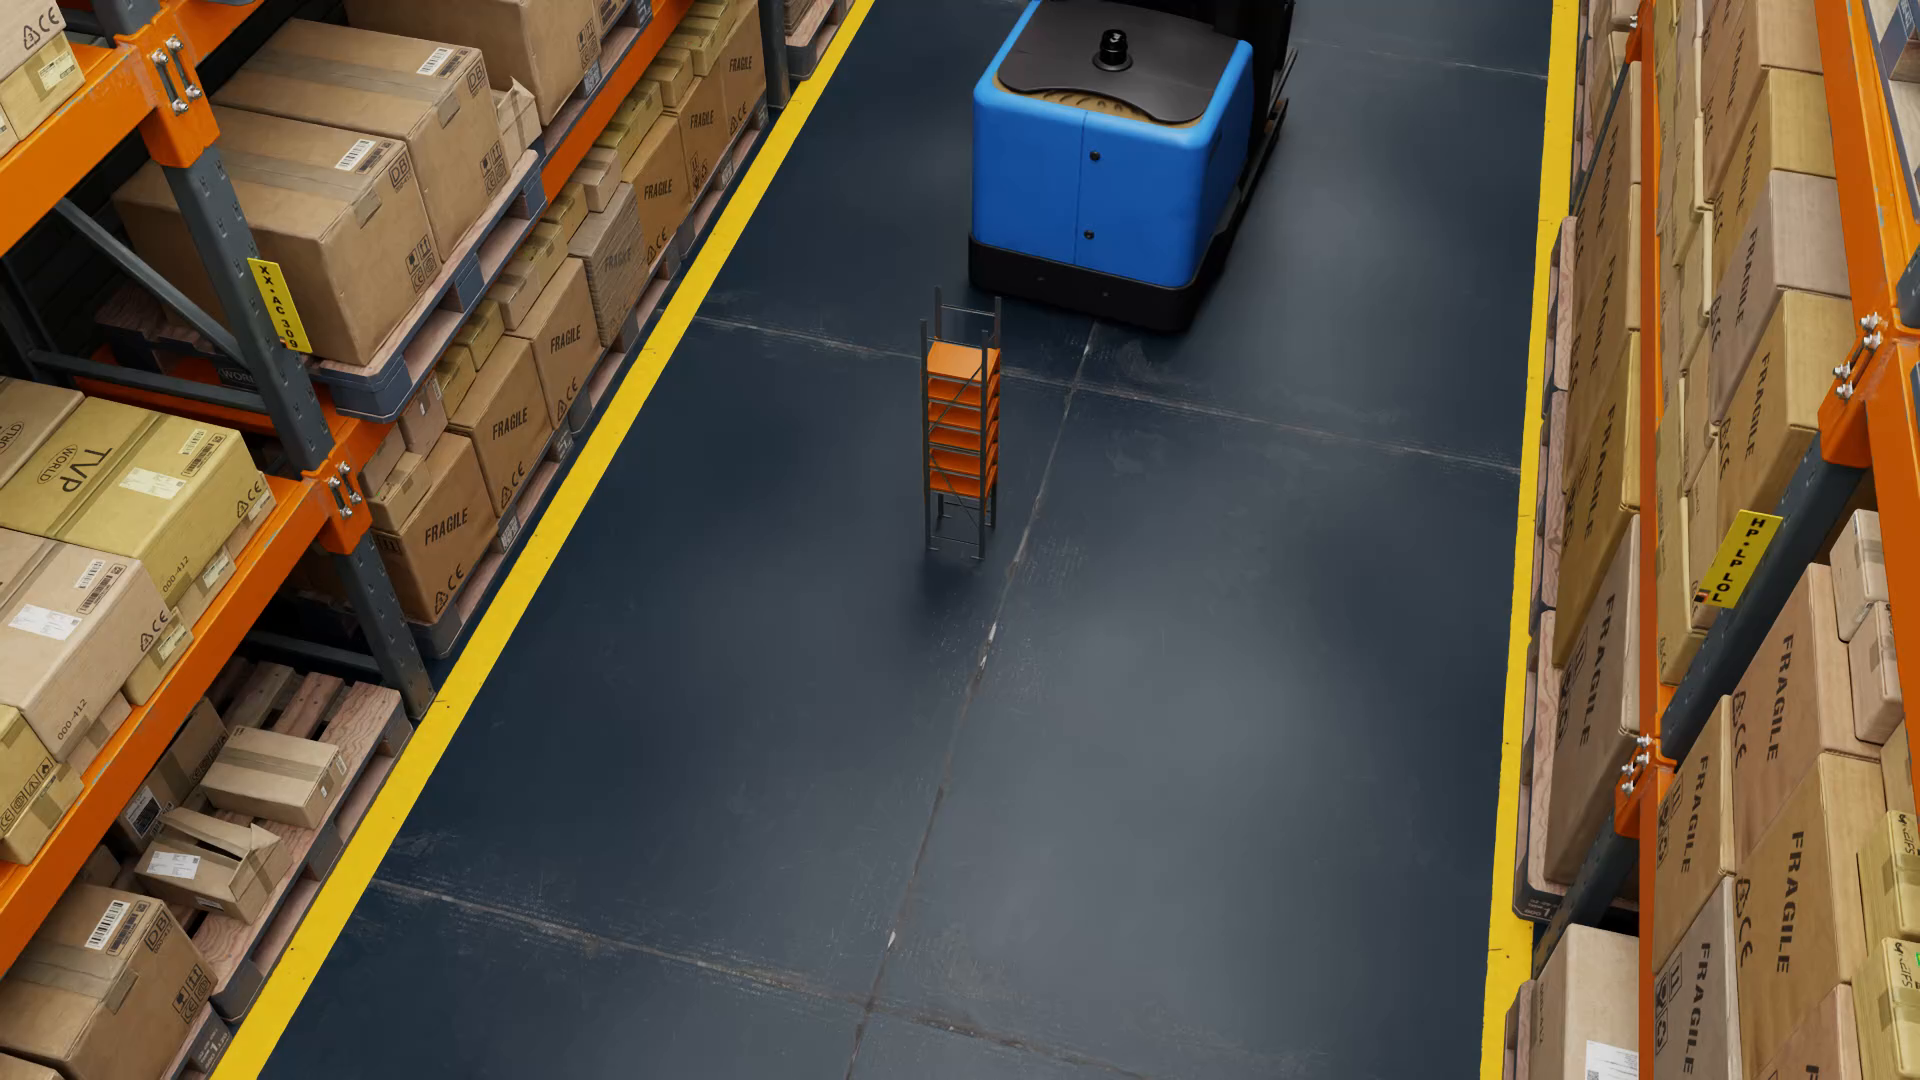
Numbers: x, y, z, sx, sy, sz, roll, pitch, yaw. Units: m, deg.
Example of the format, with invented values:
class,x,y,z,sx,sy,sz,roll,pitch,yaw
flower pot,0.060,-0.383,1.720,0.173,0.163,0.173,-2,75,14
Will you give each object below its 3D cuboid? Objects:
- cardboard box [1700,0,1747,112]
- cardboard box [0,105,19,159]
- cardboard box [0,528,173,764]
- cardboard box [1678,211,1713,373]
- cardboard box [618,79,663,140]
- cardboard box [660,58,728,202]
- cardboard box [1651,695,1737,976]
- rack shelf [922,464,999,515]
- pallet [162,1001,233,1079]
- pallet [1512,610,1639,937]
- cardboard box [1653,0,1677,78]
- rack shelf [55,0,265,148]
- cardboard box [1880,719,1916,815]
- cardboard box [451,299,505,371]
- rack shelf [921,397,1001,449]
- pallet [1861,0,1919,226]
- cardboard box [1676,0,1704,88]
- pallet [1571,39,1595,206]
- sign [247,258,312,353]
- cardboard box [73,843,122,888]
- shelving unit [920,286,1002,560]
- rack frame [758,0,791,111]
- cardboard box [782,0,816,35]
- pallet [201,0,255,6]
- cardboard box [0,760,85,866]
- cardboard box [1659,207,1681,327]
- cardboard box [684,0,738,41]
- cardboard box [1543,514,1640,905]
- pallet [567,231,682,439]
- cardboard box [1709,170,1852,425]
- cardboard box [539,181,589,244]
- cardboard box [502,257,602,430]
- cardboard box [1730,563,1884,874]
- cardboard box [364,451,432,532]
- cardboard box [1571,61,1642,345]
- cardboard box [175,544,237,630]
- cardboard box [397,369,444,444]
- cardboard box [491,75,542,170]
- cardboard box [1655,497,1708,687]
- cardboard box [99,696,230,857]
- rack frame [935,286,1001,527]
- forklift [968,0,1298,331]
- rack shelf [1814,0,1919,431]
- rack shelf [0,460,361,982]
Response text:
class,x,y,z,sx,sy,sz,roll,pitch,yaw
cardboard box,2.768,-1.711,5.444,0.500,0.500,0.500,13,50,11
cardboard box,-2.314,-0.885,3.616,0.380,0.149,0.250,11,50,10
cardboard box,-2.453,0.262,4.338,0.500,0.250,0.500,12,50,10
cardboard box,2.490,-0.715,5.066,0.500,0.250,0.500,13,50,11
cardboard box,-1.536,-1.916,7.314,0.380,0.149,0.250,13,50,11
cardboard box,-1.429,-1.967,7.792,0.500,0.500,0.500,11,49,9
cardboard box,1.977,0.761,3.930,0.500,0.500,0.500,13,50,11
rack shelf,0.004,-0.219,6.441,0.258,0.103,0.180,12,50,10
pallet,-2.937,1.834,4.910,1.003,0.211,1.213,12,50,10
pallet,2.484,0.856,5.773,1.003,0.211,1.213,12,50,10
cardboard box,3.034,-2.033,6.563,0.500,0.250,0.500,11,49,9
rack shelf,-1.910,-2.672,5.505,1.077,0.370,4.000,12,50,10
cardboard box,1.941,0.487,3.073,0.380,0.149,0.250,11,49,10
cardboard box,-1.971,-0.808,6.336,0.380,0.149,0.250,11,49,9
rack shelf,0.004,-0.458,6.172,0.258,0.103,0.180,12,50,10
pallet,2.547,-1.096,3.762,0.805,0.209,1.217,10,49,9
cardboard box,2.897,-1.811,6.034,0.500,0.250,0.500,13,50,11
pallet,3.613,-2.029,8.319,1.003,0.211,1.213,12,50,10
sign,-1.911,-0.656,4.669,0.100,0.325,0.005,12,50,10
cardboard box,-2.952,1.079,5.338,0.380,0.149,0.250,11,49,10
shelving unit,0.004,-0.407,6.228,0.258,1.200,0.189,12,50,10
rack frame,-1.384,-3.364,7.637,1.000,3.000,0.127,12,50,10
cardboard box,-1.206,-3.166,8.766,0.875,0.625,0.625,13,50,11
pallet,-2.197,-1.859,4.433,1.213,0.211,1.003,12,50,10
cardboard box,-2.505,0.653,4.259,0.380,0.149,0.250,11,49,9
cardboard box,2.646,-0.922,5.582,0.500,0.250,0.500,12,50,10
cardboard box,-1.269,-2.483,7.814,0.380,0.149,0.250,9,49,8
cardboard box,2.439,0.606,5.270,0.875,0.875,0.875,13,50,11
pallet,-1.940,-1.029,7.436,1.003,0.211,1.213,12,50,10
cardboard box,2.358,-0.606,4.470,0.500,0.500,0.500,12,50,11
cardboard box,-1.759,-1.362,6.825,0.380,0.149,0.250,12,50,10
cardboard box,-1.826,-0.835,6.792,0.500,0.500,0.500,10,49,9
cardboard box,1.994,0.439,3.547,0.500,0.500,0.500,12,50,10
cardboard box,-2.085,-0.204,5.803,0.380,0.149,0.250,14,50,12
cardboard box,3.144,-1.340,6.988,0.875,0.875,0.875,11,50,10
cardboard box,-2.324,0.086,4.760,0.380,0.149,0.250,13,50,11
cardboard box,-2.063,-0.500,5.865,0.380,0.149,0.250,9,49,8
cardboard box,-1.701,-1.494,5.797,0.396,0.266,0.258,14,50,12
cardboard box,2.228,0.182,4.608,0.500,0.250,0.500,10,49,9
cardboard box,-2.838,0.711,5.554,0.500,0.311,0.500,13,50,11
rack frame,0.028,-0.474,6.287,0.240,1.200,0.006,12,50,10
forklift,1.033,-3.027,7.386,1.130,2.935,3.031,16,50,13
rack shelf,2.880,-1.695,4.643,1.077,0.370,4.000,12,50,10
rack shelf,-2.963,1.214,4.077,1.077,0.370,4.000,12,50,10
